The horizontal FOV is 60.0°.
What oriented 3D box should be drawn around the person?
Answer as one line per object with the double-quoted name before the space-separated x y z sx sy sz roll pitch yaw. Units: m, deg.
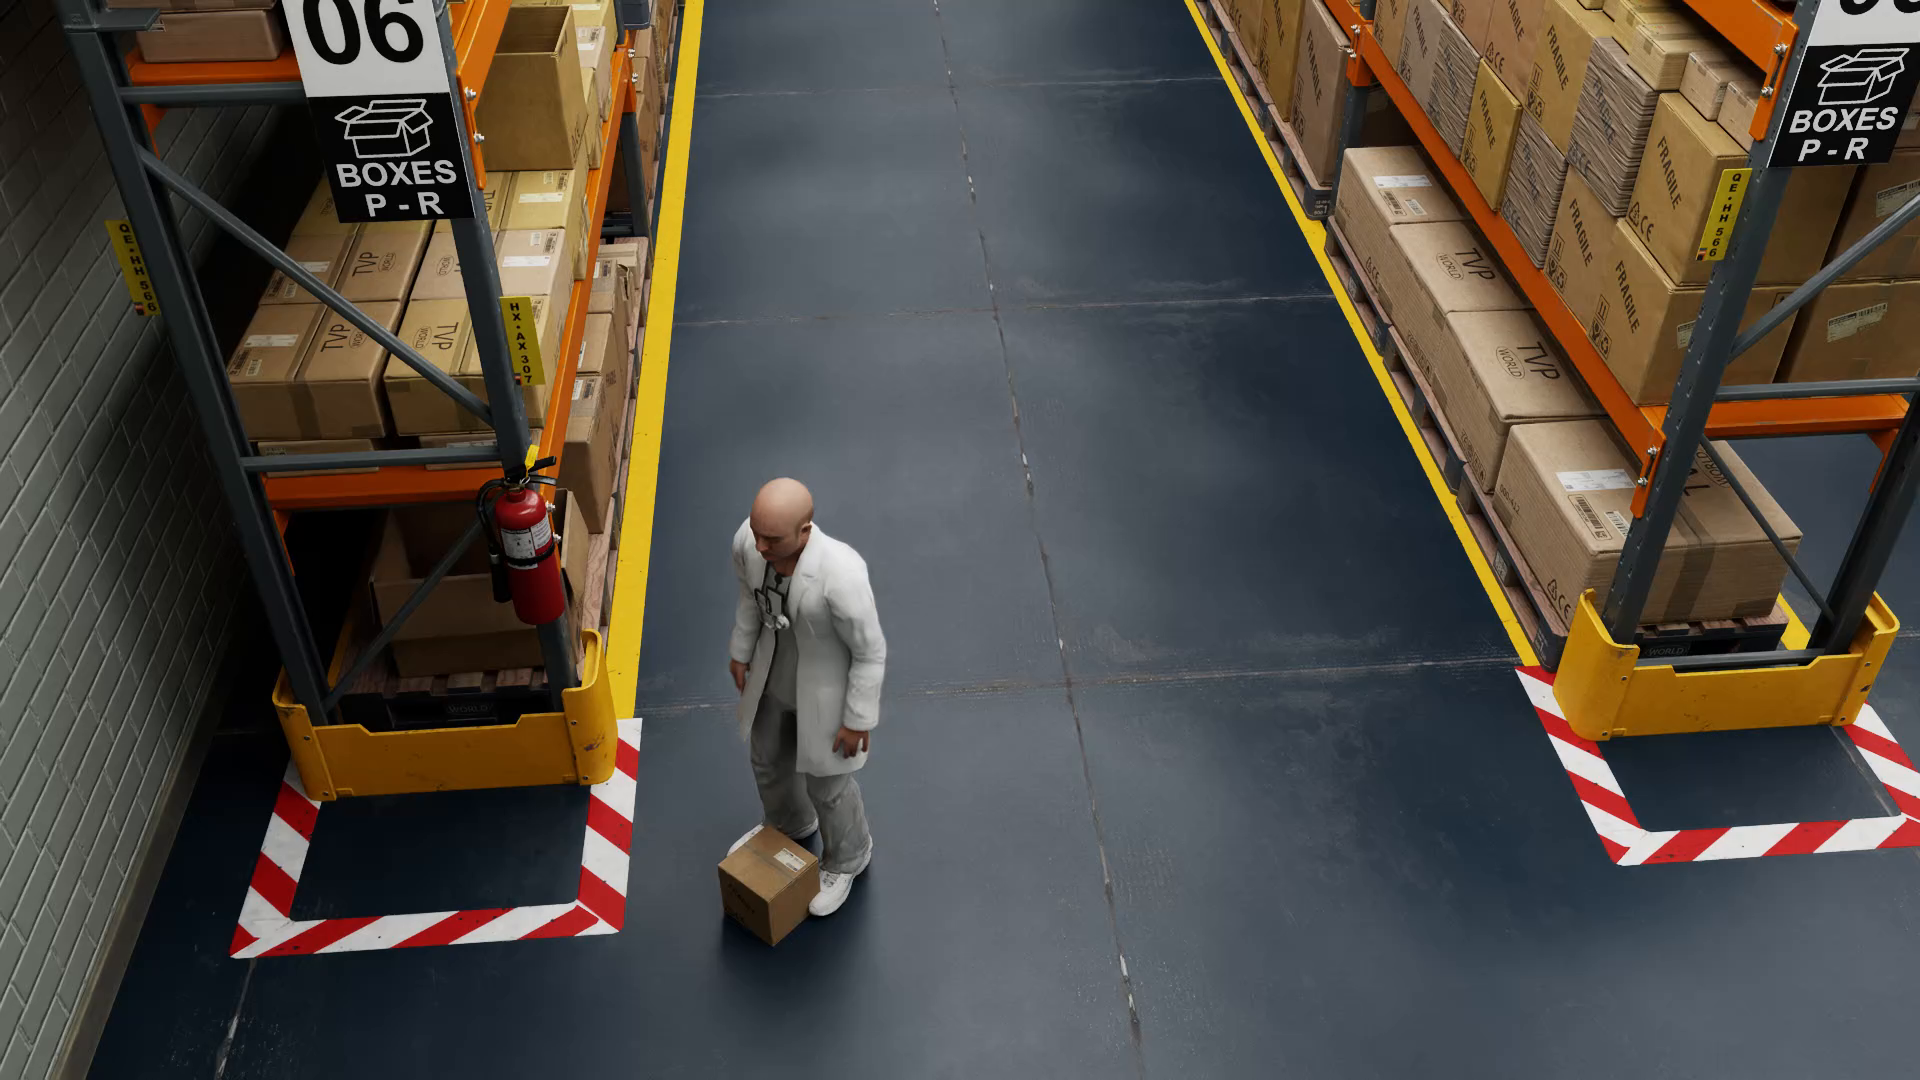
"person" -0.524 0.494 5.547 0.642 1.773 0.427 27 46 29
